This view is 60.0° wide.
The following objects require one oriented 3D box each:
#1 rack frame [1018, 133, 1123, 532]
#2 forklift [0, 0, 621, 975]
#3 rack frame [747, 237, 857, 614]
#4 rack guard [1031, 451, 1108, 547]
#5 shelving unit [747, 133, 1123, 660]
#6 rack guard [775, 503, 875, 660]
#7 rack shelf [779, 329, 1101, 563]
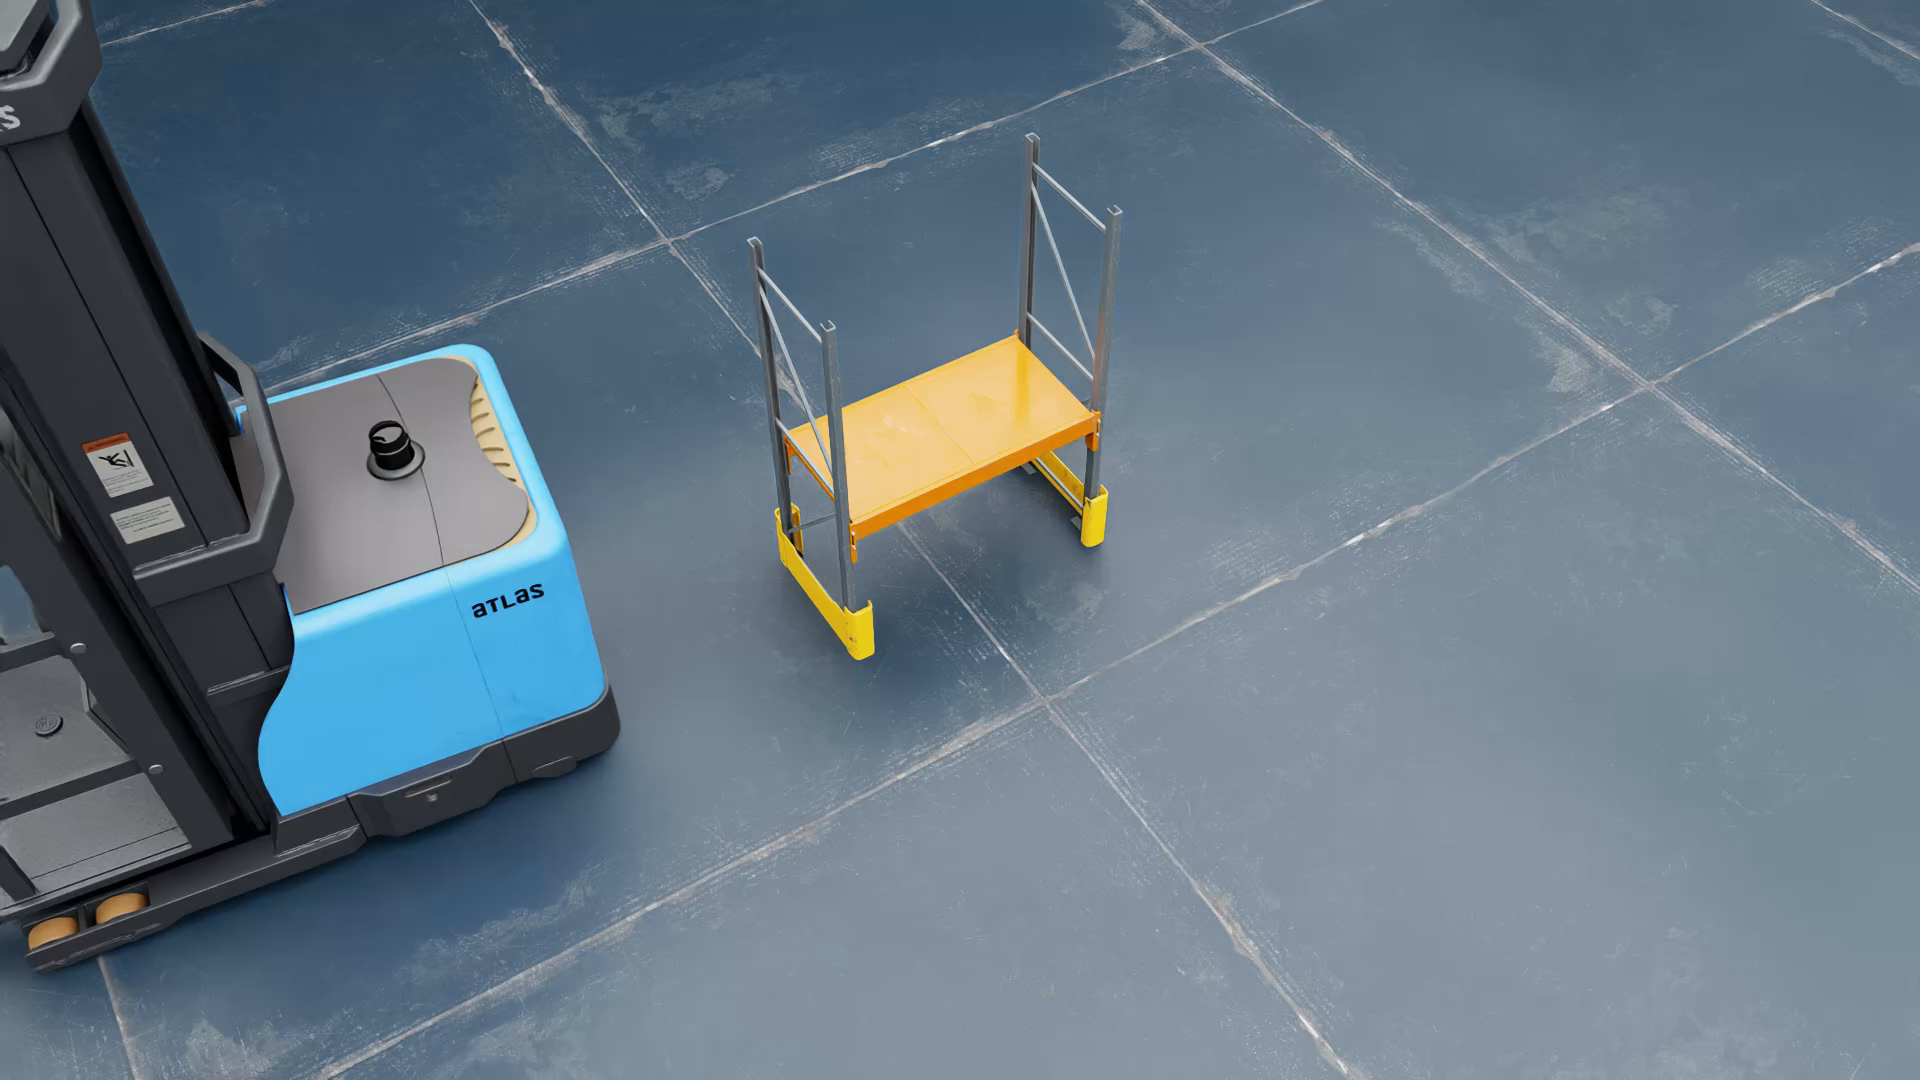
[{"bbox_3d":[0.358,-0.667,5.840,0.032,1.500,0.500,-25,53,-21],"label":"rack frame"},{"bbox_3d":[-2.699,-0.123,4.396,3.031,2.935,1.130,-19,51,-17],"label":"forklift"},{"bbox_3d":[-0.502,-0.262,5.479,0.032,1.500,0.500,-25,53,-21],"label":"rack frame"},{"bbox_3d":[0.357,-0.251,6.306,0.087,0.250,0.587,-25,53,-21],"label":"rack guard"},{"bbox_3d":[-0.064,-0.468,5.663,1.083,1.500,0.587,-25,53,-21],"label":"shelving unit"},{"bbox_3d":[-0.486,0.146,5.953,0.087,0.250,0.587,-25,53,-21],"label":"rack guard"},{"bbox_3d":[-0.072,-0.345,5.794,1.000,0.185,0.538,-25,53,-21],"label":"rack shelf"}]
